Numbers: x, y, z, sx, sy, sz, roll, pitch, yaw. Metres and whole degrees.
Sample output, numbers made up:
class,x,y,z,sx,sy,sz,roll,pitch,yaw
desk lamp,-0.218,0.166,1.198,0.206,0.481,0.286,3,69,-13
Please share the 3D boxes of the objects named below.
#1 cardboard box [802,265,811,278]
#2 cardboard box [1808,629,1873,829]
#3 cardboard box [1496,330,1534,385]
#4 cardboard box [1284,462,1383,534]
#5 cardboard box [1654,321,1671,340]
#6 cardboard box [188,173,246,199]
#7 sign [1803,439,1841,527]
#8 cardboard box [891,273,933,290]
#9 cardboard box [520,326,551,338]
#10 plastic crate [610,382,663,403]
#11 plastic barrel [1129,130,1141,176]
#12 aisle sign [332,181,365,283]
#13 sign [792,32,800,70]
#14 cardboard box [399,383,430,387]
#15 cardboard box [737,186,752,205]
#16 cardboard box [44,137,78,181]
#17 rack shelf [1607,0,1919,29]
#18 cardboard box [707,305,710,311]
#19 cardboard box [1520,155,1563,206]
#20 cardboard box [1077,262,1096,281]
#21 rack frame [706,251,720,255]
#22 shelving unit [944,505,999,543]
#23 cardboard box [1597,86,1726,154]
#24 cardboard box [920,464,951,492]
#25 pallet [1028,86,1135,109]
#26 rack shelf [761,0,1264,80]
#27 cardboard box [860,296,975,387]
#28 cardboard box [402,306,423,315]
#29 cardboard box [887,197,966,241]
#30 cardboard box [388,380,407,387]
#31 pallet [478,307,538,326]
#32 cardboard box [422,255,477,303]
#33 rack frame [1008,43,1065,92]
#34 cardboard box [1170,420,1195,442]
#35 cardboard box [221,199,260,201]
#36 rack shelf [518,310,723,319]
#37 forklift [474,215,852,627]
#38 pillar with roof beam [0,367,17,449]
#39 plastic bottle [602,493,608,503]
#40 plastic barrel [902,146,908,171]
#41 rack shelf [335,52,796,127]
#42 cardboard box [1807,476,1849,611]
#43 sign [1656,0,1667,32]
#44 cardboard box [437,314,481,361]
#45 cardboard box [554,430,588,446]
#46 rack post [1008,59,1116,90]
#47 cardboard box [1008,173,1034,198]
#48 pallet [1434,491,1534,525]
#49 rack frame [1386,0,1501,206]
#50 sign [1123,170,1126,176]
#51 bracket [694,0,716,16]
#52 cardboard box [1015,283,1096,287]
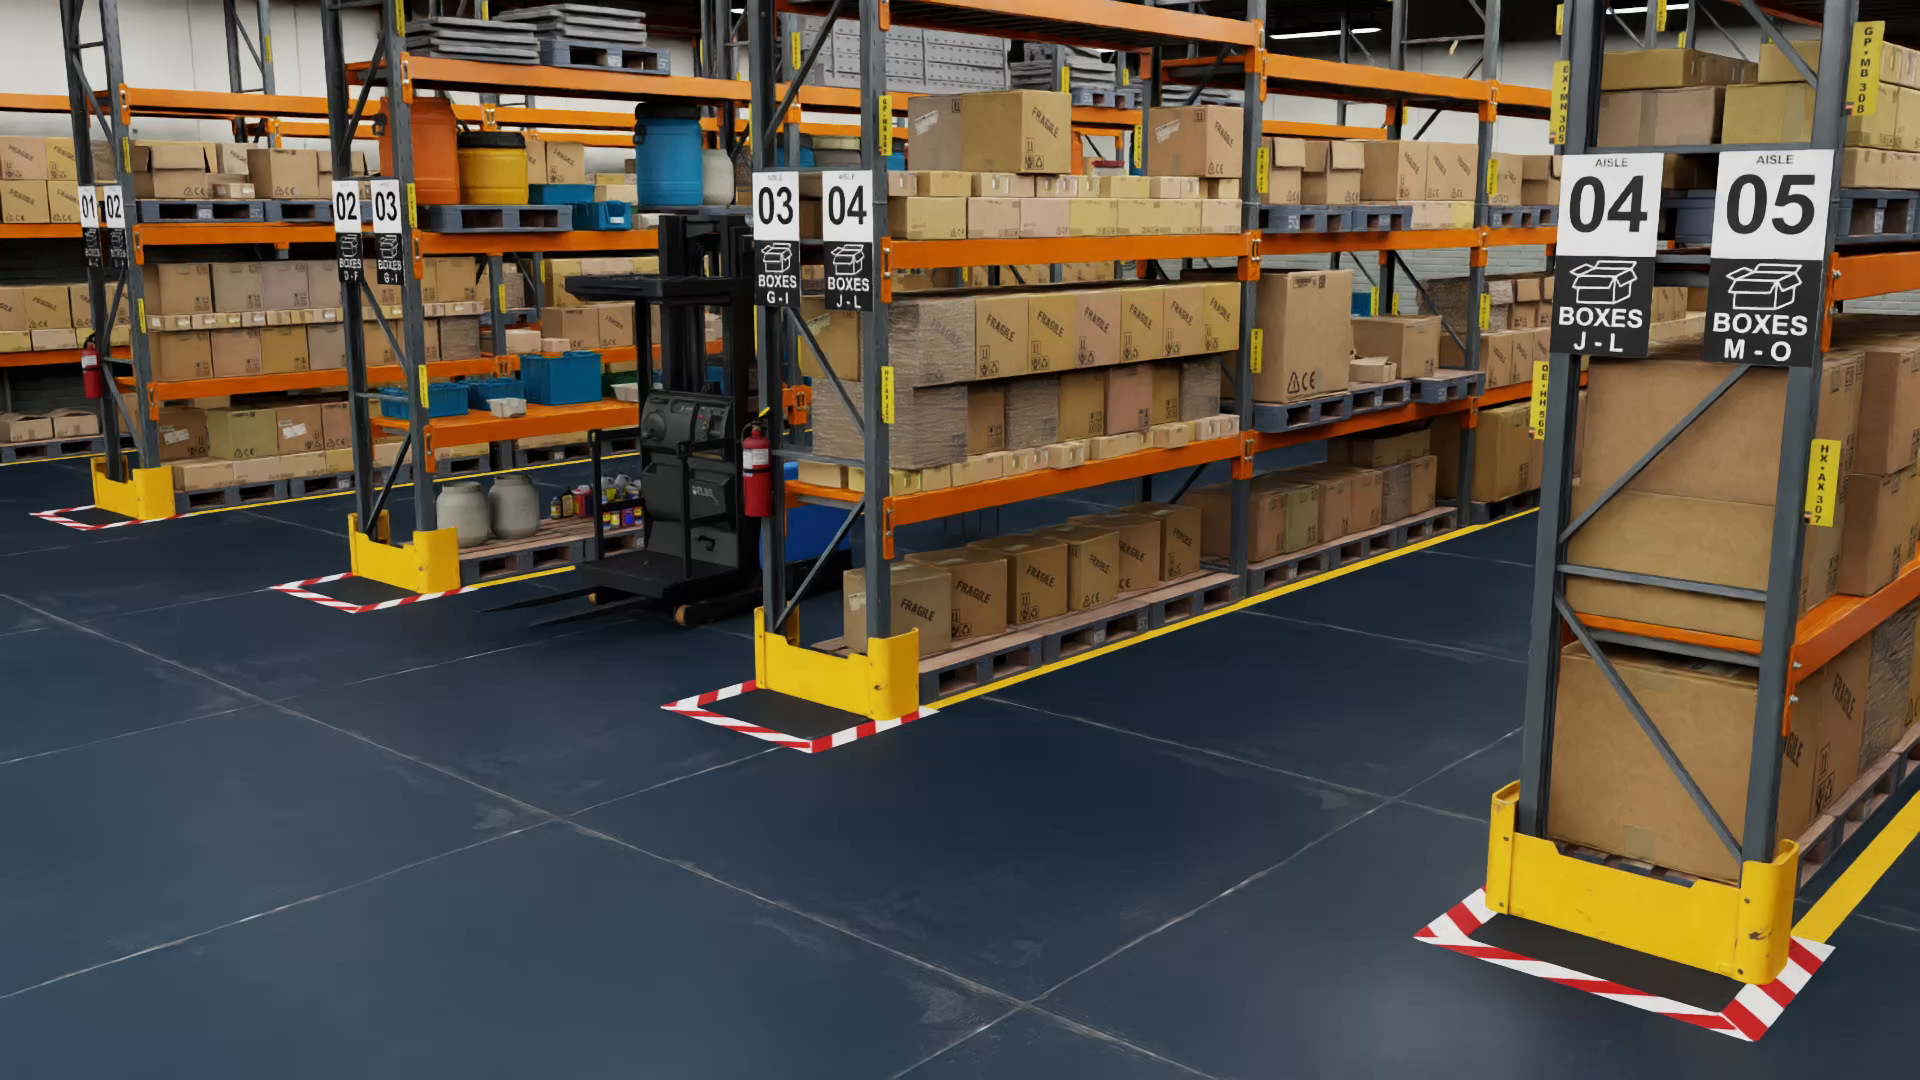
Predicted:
class,x,y,z,sx,sy,sz,roll,pitch,yaw
cardboard box,-3.210,-4.500,29.355,0.980,0.700,0.700,9,15,39
cardboard box,3.811,0.773,8.076,0.875,0.875,0.875,9,15,39
cardboard box,5.319,-1.820,16.449,0.500,0.500,0.500,9,15,39
cardboard box,3.302,-0.380,14.752,0.500,0.500,0.700,-11,15,-43
cardboard box,7.935,-2.427,19.367,0.500,0.250,0.500,10,15,40
cardboard box,-7.702,-3.638,17.103,0.500,0.250,0.500,10,15,40
sign,3.246,-0.216,6.261,0.100,0.325,0.005,10,15,40
cardboard box,-0.824,-3.743,25.002,0.700,0.500,0.500,4,12,21
cardboard box,-5.182,-2.439,20.144,0.396,0.266,0.258,9,15,39
plastic crate,-2.787,-1.309,14.821,0.530,0.136,0.437,10,15,40
plastic barrel,2.363,-4.539,20.308,0.600,0.901,0.708,10,15,40
aisle sign,-4.817,-2.424,13.093,0.394,0.787,0.004,10,15,40
sign,-1.500,-4.477,15.224,0.100,0.325,0.005,10,15,40
cardboard box,-6.165,-1.549,19.380,0.500,0.500,0.500,10,15,40
cardboard box,-2.721,-4.528,22.350,0.910,0.500,0.500,10,15,40
cardboard box,-10.852,-4.592,20.066,0.500,0.500,0.500,10,15,42
rack shelf,4.154,-2.513,7.712,1.077,0.370,4.000,10,15,40
cardboard box,-4.226,-3.928,27.850,0.380,0.149,0.250,10,15,41
cardboard box,5.788,-3.689,17.069,0.797,0.503,0.637,10,15,40
cardboard box,1.877,-4.481,27.217,0.500,0.500,0.500,10,15,42
rack frame,-4.067,-4.168,28.461,1.000,3.000,0.127,10,15,40
shelving unit,0.109,-0.613,15.254,0.258,1.200,0.503,10,15,40
cardboard box,2.947,-1.732,6.899,0.500,0.250,0.500,10,15,41
cardboard box,-0.279,-0.404,10.254,0.380,0.149,0.250,10,15,40
pallet,1.234,-5.054,19.083,1.213,0.211,1.003,10,15,40
rack shelf,0.495,-3.363,10.959,1.077,0.370,4.000,10,15,40
cardboard box,-0.258,-1.212,10.094,0.500,0.500,0.500,10,15,40
cardboard box,-6.151,-2.537,18.382,0.380,0.149,0.250,10,15,40
cardboard box,-0.313,-1.916,9.911,0.500,0.250,0.500,10,15,42
cardboard box,-8.204,-2.244,24.085,0.700,0.500,0.500,10,15,41
pallet,-7.098,-3.367,24.939,1.213,0.211,1.003,10,15,40
cardboard box,-5.912,-2.970,18.896,0.700,0.500,0.500,10,15,41
rack frame,0.735,-5.241,18.514,1.000,3.000,0.127,10,15,40
cardboard box,1.511,-0.813,12.301,0.380,0.149,0.250,10,15,40
cardboard box,-9.497,-4.414,21.729,0.500,0.500,0.500,10,15,42
rack shelf,-5.387,-3.521,27.058,1.077,0.370,4.000,10,15,40
forklift,-2.189,-0.912,12.334,1.130,2.935,3.031,9,14,38
pillar with roof beam,-8.942,-5.003,17.323,9.100,9.000,0.400,10,15,40
plastic bottle,-3.279,-0.333,15.279,0.097,0.201,0.097,0,11,0
plastic barrel,-0.402,-3.791,17.819,0.600,0.830,0.708,10,15,40
rack shelf,-3.226,-3.809,14.204,1.077,0.370,4.000,10,15,40
cardboard box,3.391,-0.043,7.424,0.875,0.550,0.550,10,15,40
sign,7.511,-5.617,17.812,0.100,0.325,0.005,10,15,40
cardboard box,-5.912,-2.334,19.023,0.700,0.500,0.500,9,15,39
cardboard box,-4.833,-1.311,20.105,0.500,0.250,0.500,10,15,42
rack post,1.182,-5.316,19.081,0.954,0.300,0.937,10,15,40
cardboard box,0.245,-2.230,10.462,0.380,0.149,0.250,10,15,40
pallet,5.032,-0.397,16.700,1.003,0.211,1.213,10,15,40
rack frame,4.455,-4.600,15.308,1.000,3.000,0.127,10,15,40
sign,2.701,-5.947,27.449,0.100,0.325,0.005,10,15,40
bracket,-4.262,-8.983,28.061,0.235,0.232,0.430,10,15,40
cardboard box,0.667,-1.575,11.908,0.500,0.500,0.500,10,15,40
